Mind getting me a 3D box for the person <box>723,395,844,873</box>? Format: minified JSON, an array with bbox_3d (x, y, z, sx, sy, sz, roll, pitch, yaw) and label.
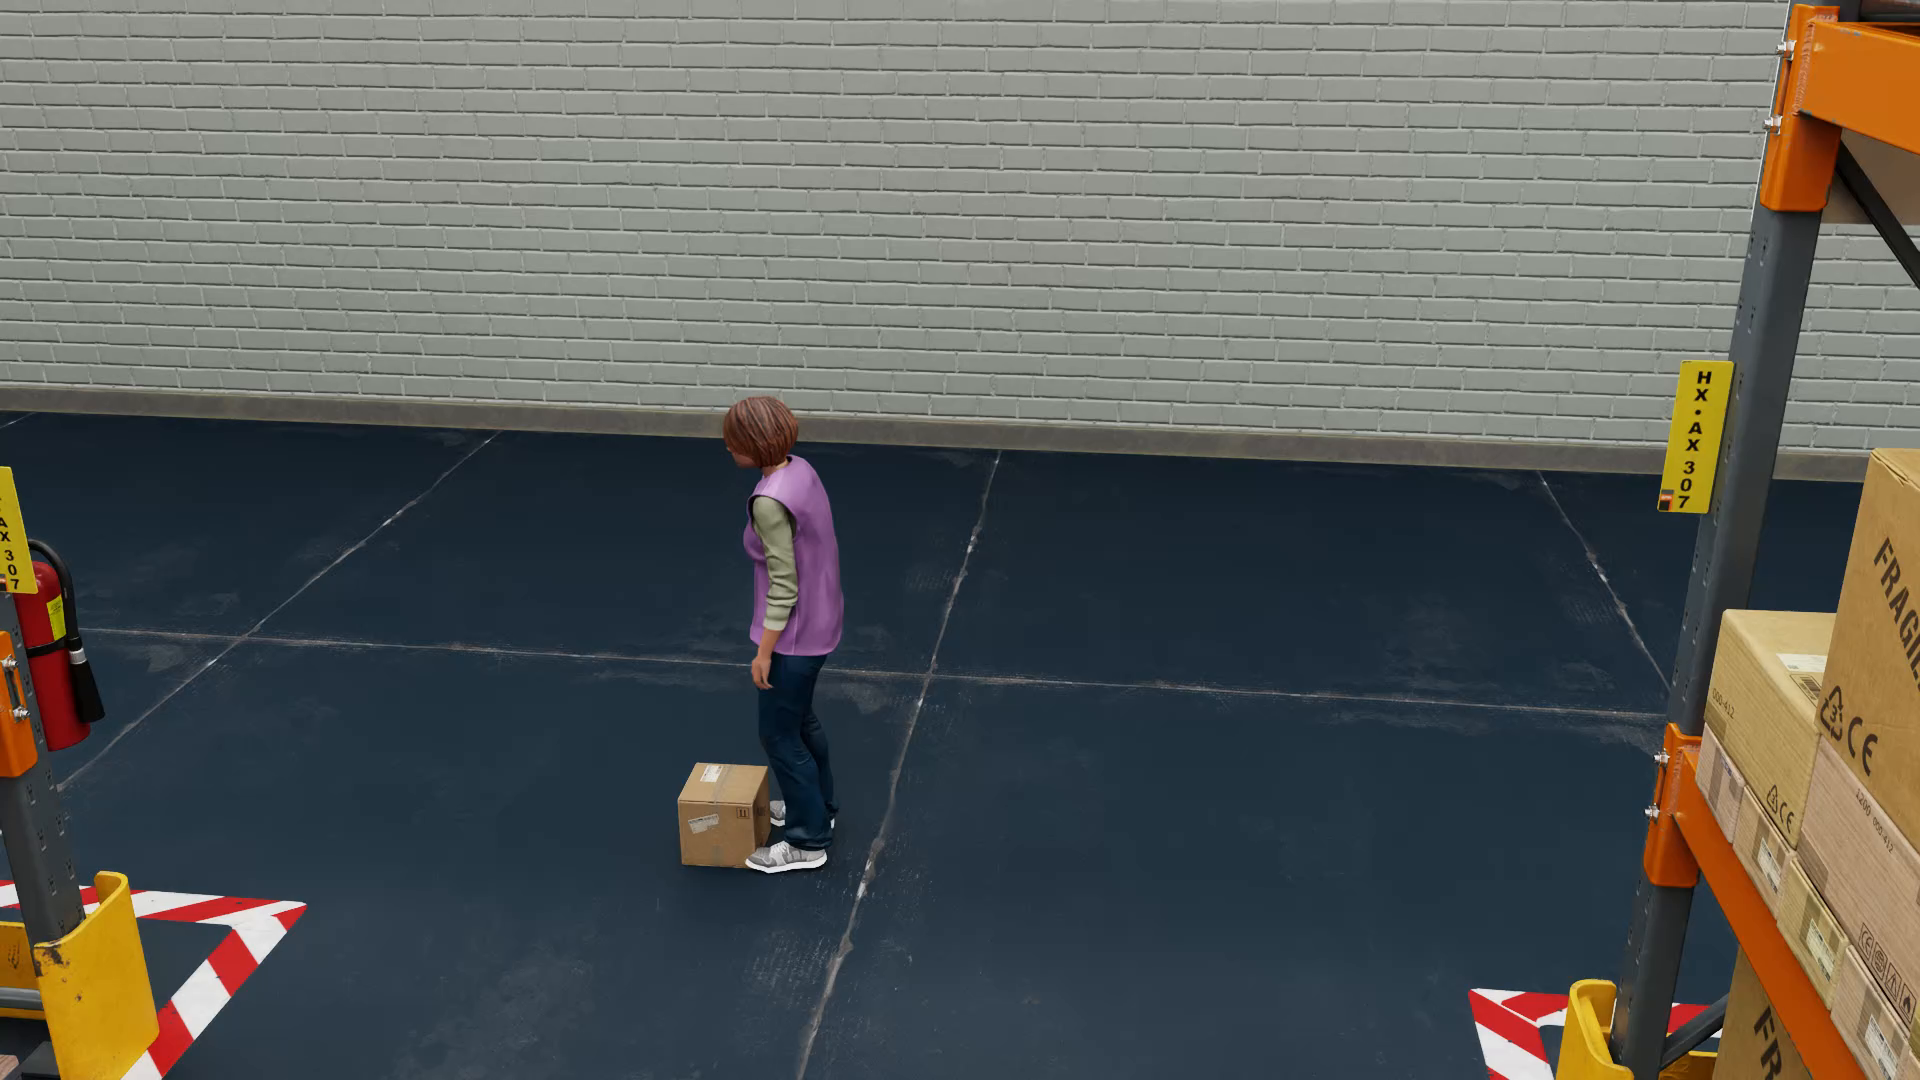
[{"bbox_3d":[-0.547,0.359,5.344,0.343,1.478,0.461,3,22,7],"label":"person"}]
